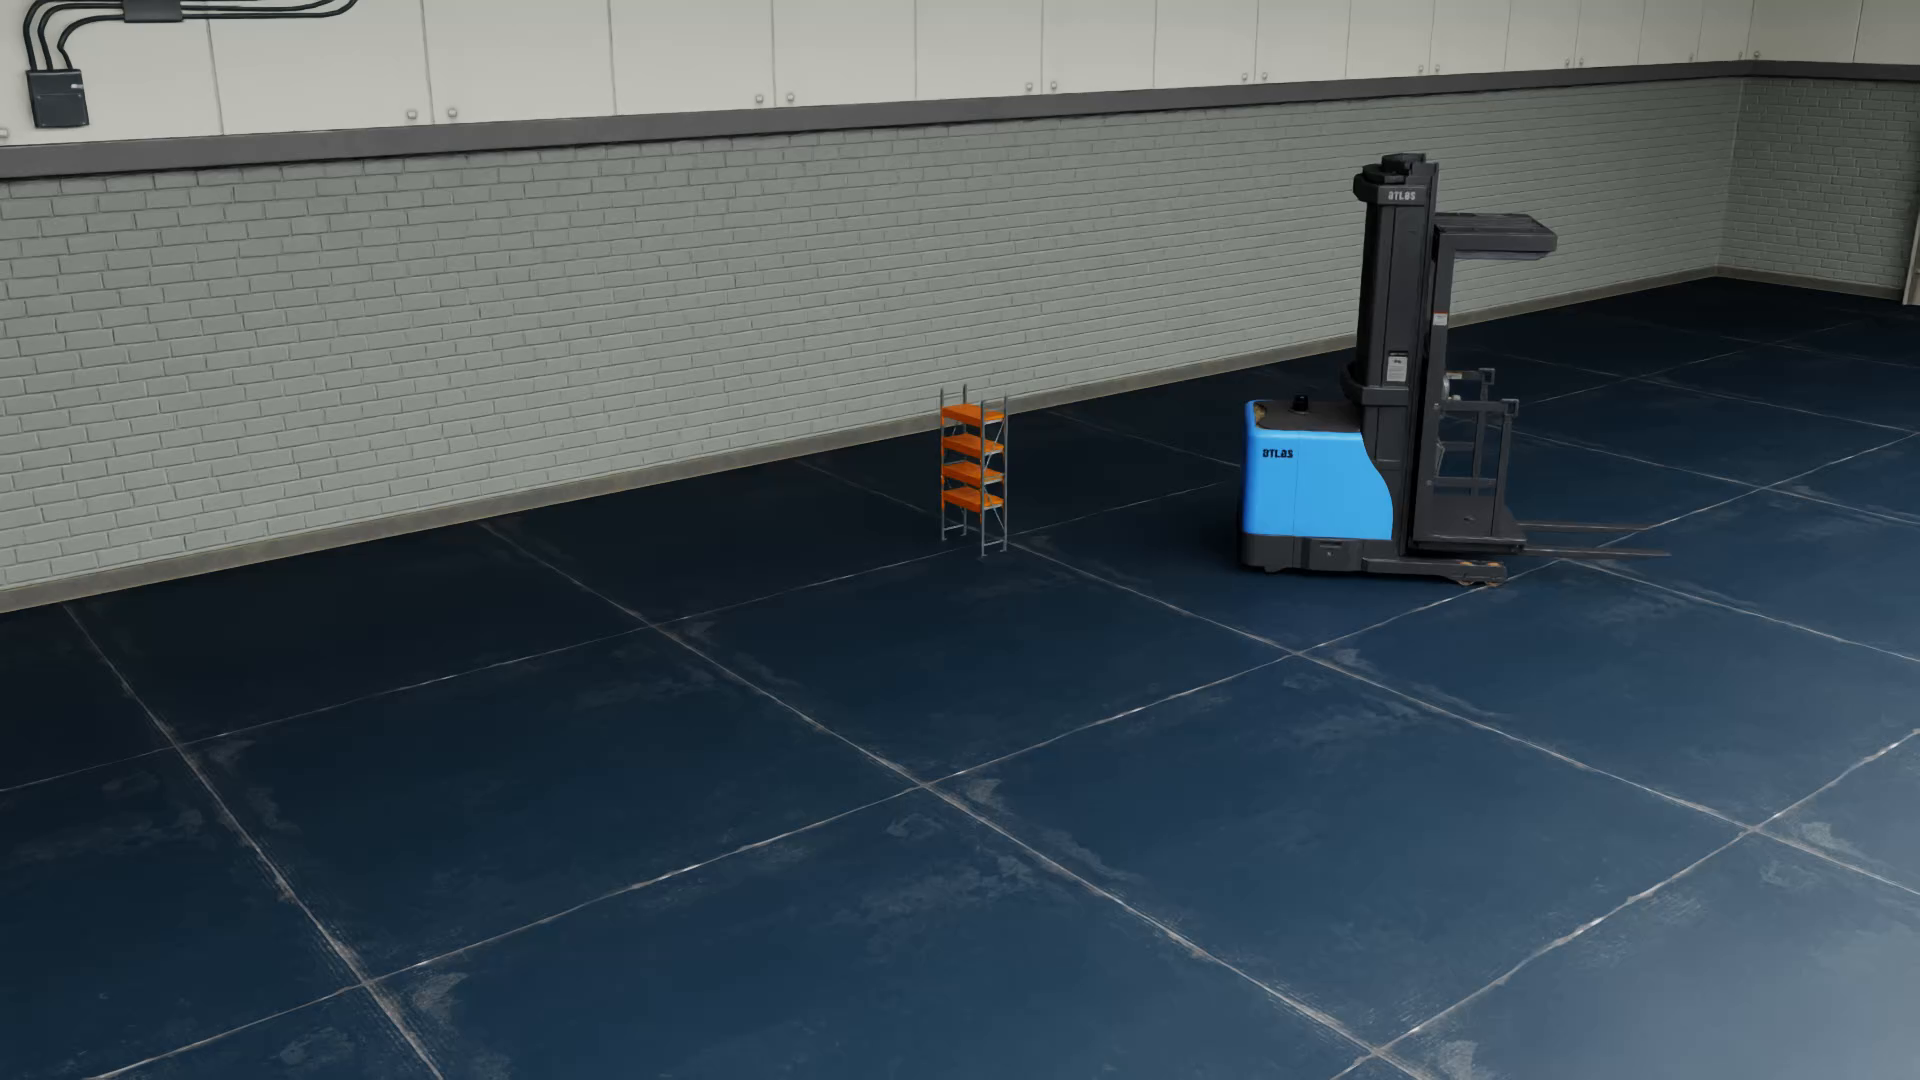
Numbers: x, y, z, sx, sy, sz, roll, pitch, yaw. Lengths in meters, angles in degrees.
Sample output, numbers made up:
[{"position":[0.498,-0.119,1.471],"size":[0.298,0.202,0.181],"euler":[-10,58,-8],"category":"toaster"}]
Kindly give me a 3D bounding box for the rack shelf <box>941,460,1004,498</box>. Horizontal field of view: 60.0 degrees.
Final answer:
[{"position":[0.103,-0.465,12.572],"size":[0.258,0.148,0.480],"euler":[-14,23,-36],"category":"rack shelf"}]

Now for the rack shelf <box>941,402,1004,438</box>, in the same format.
[{"position":[0.103,-0.902,12.427],"size":[0.258,0.148,0.480],"euler":[-14,23,-36],"category":"rack shelf"}]

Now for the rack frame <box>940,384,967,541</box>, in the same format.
[{"position":[-0.049,-0.589,12.732],"size":[0.240,1.200,0.015],"euler":[-14,23,-36],"category":"rack frame"}]

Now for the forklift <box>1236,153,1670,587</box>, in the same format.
[{"position":[3.597,-1.238,11.938],"size":[3.031,2.935,1.130],"euler":[2,18,7],"category":"forklift"}]

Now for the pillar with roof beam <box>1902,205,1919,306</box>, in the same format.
[{"position":[9.604,-6.600,18.479],"size":[9.100,9.000,0.400],"euler":[-14,23,-36],"category":"pillar with roof beam"}]

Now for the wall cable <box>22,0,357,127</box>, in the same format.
[{"position":[-5.055,-5.740,10.471],"size":[2.305,6.003,0.169],"euler":[-14,23,-36],"category":"wall cable"}]

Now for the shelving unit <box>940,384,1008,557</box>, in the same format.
[{"position":[0.103,-0.529,12.551],"size":[0.258,1.200,0.503],"euler":[-14,23,-36],"category":"shelving unit"}]

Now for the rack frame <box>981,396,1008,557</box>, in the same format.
[{"position":[0.254,-0.469,12.369],"size":[0.240,1.200,0.015],"euler":[-14,23,-36],"category":"rack frame"}]

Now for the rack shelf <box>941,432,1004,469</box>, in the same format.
[{"position":[0.103,-0.677,12.502],"size":[0.258,0.148,0.480],"euler":[-14,23,-36],"category":"rack shelf"}]

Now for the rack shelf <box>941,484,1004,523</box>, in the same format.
[{"position":[0.103,-0.276,12.634],"size":[0.258,0.148,0.480],"euler":[-14,23,-36],"category":"rack shelf"}]
